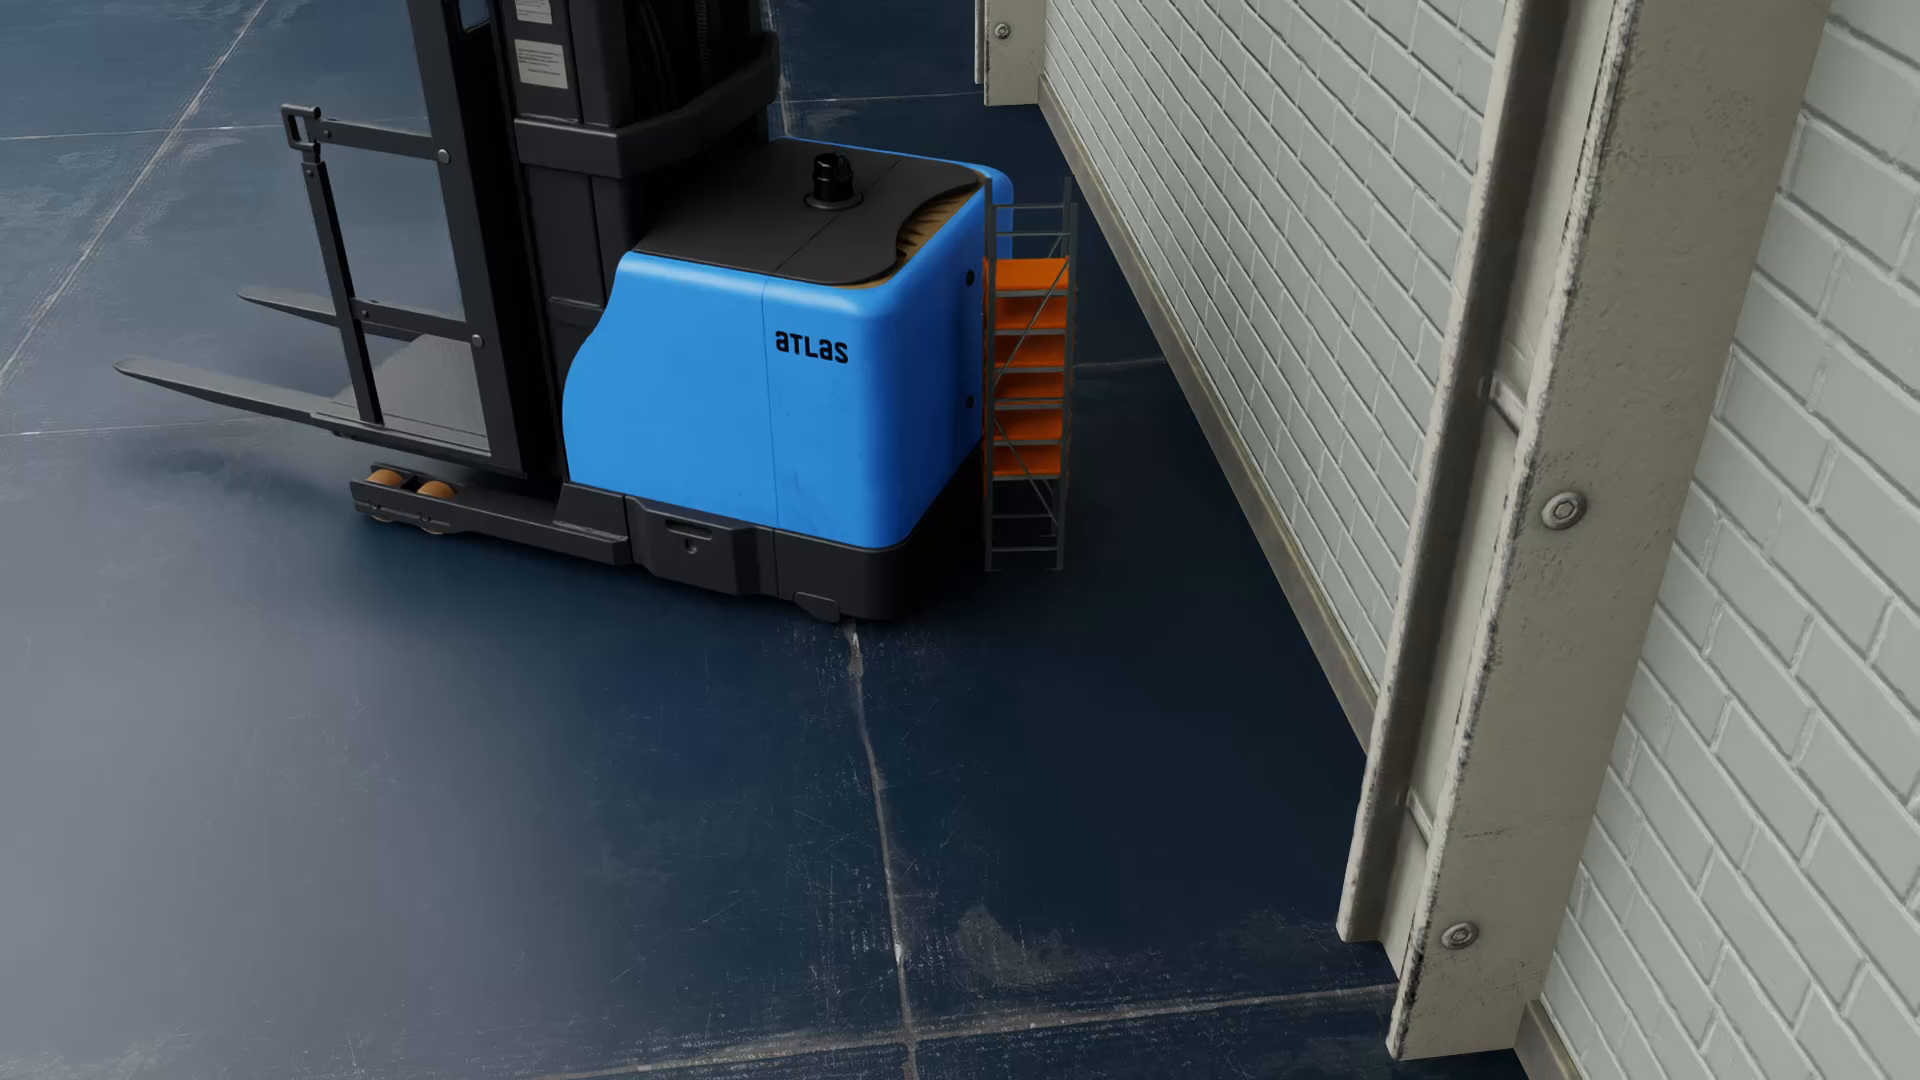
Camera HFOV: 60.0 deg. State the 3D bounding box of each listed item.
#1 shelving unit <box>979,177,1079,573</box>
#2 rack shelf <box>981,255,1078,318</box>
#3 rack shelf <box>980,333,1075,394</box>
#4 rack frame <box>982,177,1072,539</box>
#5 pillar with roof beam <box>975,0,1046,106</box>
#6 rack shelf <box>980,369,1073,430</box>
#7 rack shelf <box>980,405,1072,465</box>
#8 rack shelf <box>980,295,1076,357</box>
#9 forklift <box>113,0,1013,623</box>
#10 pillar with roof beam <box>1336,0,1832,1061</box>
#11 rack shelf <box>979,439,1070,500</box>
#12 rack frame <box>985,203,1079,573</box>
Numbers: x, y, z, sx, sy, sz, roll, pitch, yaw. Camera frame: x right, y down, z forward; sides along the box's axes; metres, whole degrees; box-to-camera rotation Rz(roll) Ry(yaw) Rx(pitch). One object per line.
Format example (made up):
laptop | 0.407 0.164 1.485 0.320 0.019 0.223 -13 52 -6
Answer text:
shelving unit | 0.193 -0.452 4.847 0.258 1.200 0.189 -2 34 -2
rack shelf | 0.193 -0.712 4.669 0.258 0.103 0.180 -2 34 -2
rack shelf | 0.193 -0.514 4.805 0.258 0.103 0.180 -2 34 -2
rack frame | 0.188 -0.503 4.923 0.240 1.200 0.006 -2 34 -2
pillar with roof beam | -4.009 -5.736 5.677 9.100 9.000 0.400 -4 35 -6
rack shelf | 0.193 -0.415 4.872 0.258 0.103 0.180 -2 34 -2
rack shelf | 0.193 -0.316 4.940 0.258 0.103 0.180 -2 34 -2
rack shelf | 0.193 -0.613 4.737 0.258 0.103 0.180 -2 34 -2
forklift | -1.395 -1.490 4.834 3.031 2.935 1.130 12 36 18
pillar with roof beam | -3.202 -2.388 0.763 9.100 9.000 0.400 -4 35 -6
rack shelf | 0.193 -0.217 5.007 0.258 0.103 0.180 -2 34 -2
rack frame | 0.197 -0.400 4.772 0.240 1.200 0.006 -2 34 -2
